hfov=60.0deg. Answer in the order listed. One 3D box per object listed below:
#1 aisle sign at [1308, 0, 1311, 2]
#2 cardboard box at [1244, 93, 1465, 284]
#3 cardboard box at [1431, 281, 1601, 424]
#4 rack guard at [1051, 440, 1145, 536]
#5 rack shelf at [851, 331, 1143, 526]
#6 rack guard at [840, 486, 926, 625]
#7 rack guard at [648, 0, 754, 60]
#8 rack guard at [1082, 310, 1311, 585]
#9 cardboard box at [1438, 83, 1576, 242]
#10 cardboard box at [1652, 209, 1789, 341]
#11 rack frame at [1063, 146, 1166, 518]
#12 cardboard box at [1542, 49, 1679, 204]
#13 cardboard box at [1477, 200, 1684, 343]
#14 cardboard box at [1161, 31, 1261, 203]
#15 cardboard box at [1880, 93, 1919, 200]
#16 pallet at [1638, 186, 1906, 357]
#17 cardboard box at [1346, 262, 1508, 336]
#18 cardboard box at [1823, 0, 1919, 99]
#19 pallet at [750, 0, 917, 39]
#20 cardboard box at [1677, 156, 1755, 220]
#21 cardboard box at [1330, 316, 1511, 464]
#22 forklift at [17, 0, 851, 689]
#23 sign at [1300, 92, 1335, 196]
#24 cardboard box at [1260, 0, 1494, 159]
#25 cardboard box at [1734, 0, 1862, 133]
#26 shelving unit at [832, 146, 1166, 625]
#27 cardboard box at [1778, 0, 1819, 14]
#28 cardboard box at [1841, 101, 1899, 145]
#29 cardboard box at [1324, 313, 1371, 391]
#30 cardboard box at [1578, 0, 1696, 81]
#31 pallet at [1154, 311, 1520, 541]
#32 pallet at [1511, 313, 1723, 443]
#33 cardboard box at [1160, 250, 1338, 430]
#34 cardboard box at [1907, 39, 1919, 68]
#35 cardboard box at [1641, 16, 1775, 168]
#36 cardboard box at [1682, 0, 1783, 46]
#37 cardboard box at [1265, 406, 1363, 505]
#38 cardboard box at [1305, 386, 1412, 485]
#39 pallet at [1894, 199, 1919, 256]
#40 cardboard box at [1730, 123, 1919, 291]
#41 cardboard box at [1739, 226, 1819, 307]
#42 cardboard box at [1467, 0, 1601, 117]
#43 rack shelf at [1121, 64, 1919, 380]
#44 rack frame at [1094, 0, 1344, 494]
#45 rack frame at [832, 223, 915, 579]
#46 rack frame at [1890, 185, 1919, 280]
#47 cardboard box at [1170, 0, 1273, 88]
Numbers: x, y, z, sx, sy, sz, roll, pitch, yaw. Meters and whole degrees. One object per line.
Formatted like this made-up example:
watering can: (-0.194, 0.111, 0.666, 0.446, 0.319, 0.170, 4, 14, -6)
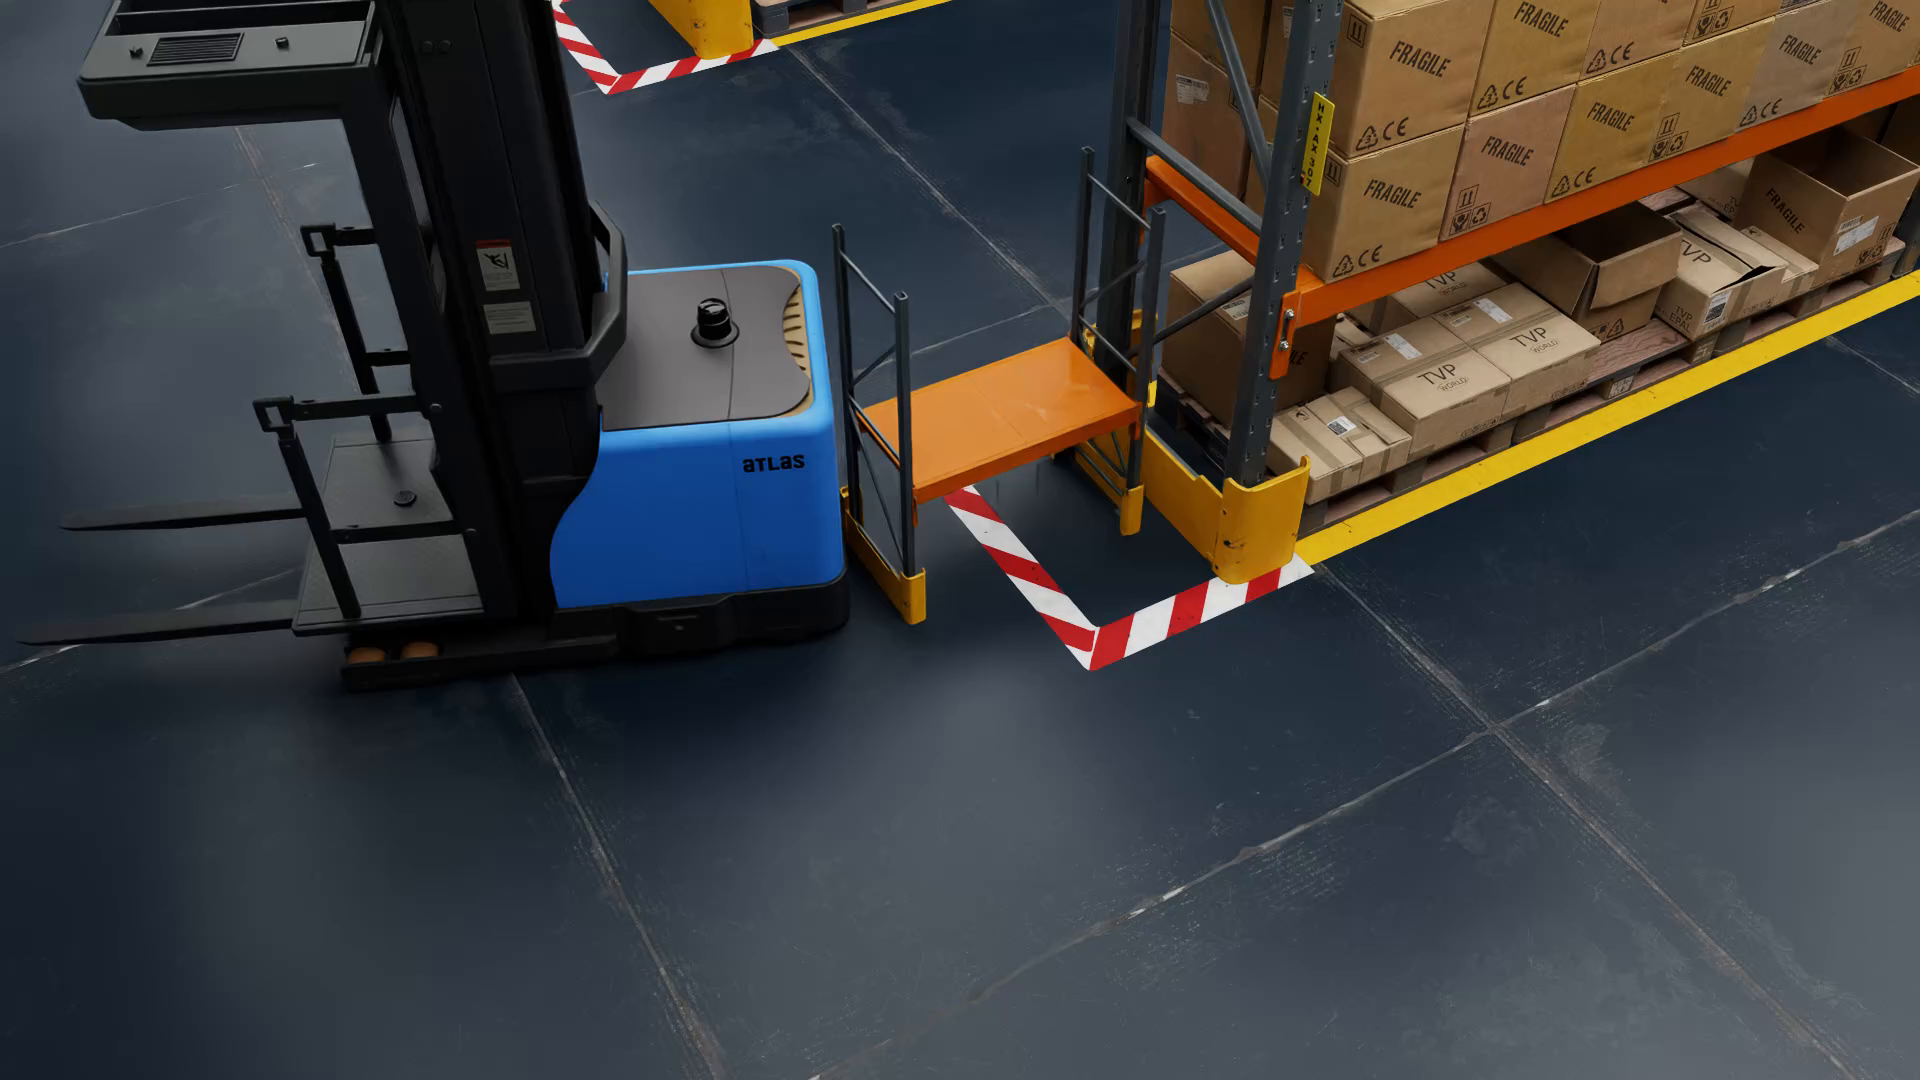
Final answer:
aisle sign: (0.944, -2.001, 4.791, 0.004, 0.787, 0.394, -22, 48, -21)
cardboard box: (1.373, -1.300, 5.864, 0.500, 0.500, 0.500, -21, 48, -20)
cardboard box: (2.337, -0.805, 7.084, 0.500, 0.250, 0.500, -22, 48, -21)
rack guard: (0.563, -0.291, 6.871, 0.087, 0.250, 0.587, -22, 48, -21)
rack shelf: (0.137, -0.443, 6.387, 1.000, 0.185, 0.538, -22, 48, -21)
rack guard: (-0.303, 0.051, 6.518, 0.087, 0.250, 0.587, -22, 48, -21)
rack guard: (-1.622, -3.348, 9.841, 0.348, 0.500, 1.175, -22, 48, -21)
rack guard: (0.923, -0.398, 6.802, 0.348, 0.500, 1.175, -22, 48, -21)
cardboard box: (1.818, -1.482, 6.051, 0.500, 0.500, 0.500, -22, 48, -21)
cardboard box: (3.322, -1.221, 7.469, 0.500, 0.311, 0.500, -22, 48, -21)
rack frame: (0.579, -0.747, 6.442, 0.032, 1.500, 0.500, -22, 48, -21)
cardboard box: (2.254, -1.654, 6.229, 0.500, 0.500, 0.500, -22, 48, -21)
cardboard box: (2.699, -1.264, 7.375, 0.637, 0.503, 0.797, -22, 48, -21)
cardboard box: (1.110, -1.625, 6.199, 0.500, 0.500, 0.500, -20, 48, -20)
cardboard box: (4.866, -1.938, 8.073, 0.500, 0.500, 0.500, -24, 49, -23)
pallet: (3.729, -1.418, 8.060, 1.213, 0.211, 1.003, -22, 48, -21)
cardboard box: (2.044, -1.089, 7.377, 0.500, 0.250, 0.500, -22, 48, -21)
cardboard box: (3.573, -2.185, 6.776, 0.500, 0.500, 0.500, -21, 48, -20)
pallet: (-0.873, -3.524, 10.229, 1.213, 0.211, 1.003, -22, 48, -21)
cardboard box: (3.854, -1.835, 8.102, 0.500, 0.311, 0.500, -22, 48, -21)
cardboard box: (1.903, -0.631, 6.905, 0.500, 0.250, 0.500, -22, 48, -21)
forklift: (-1.977, -0.891, 5.563, 3.031, 2.935, 1.130, -5, 44, -5)
sign: (1.127, -1.252, 5.265, 0.005, 0.325, 0.100, -22, 48, -21)
cardboard box: (1.373, -1.659, 5.515, 0.500, 0.500, 0.500, -20, 48, -20)
cardboard box: (3.129, -2.005, 6.590, 0.500, 0.500, 0.500, -21, 48, -20)
shelving unit: (0.130, -0.569, 6.259, 1.083, 1.500, 0.587, -22, 48, -21)
cardboard box: (3.136, -2.366, 6.244, 0.500, 0.500, 0.500, -21, 48, -21)
cardboard box: (4.610, -2.262, 8.406, 0.500, 0.500, 0.500, -22, 48, -21)
cardboard box: (1.602, -0.834, 7.174, 0.250, 0.166, 0.380, -22, 48, -21)
cardboard box: (2.259, -2.015, 5.883, 0.500, 0.500, 0.500, -21, 48, -20)
pallet: (1.614, -0.572, 7.188, 1.213, 0.211, 1.003, -22, 48, -21)
pallet: (2.670, -0.992, 7.621, 1.213, 0.211, 1.003, -22, 48, -21)
cardboard box: (1.206, -0.867, 6.969, 0.500, 0.500, 0.500, -22, 48, -21)
cardboard box: (4.020, -2.364, 6.961, 0.500, 0.500, 0.500, -21, 48, -20)
cardboard box: (2.689, -1.827, 6.407, 0.500, 0.500, 0.500, -21, 48, -20)
cardboard box: (2.699, -2.192, 6.065, 0.500, 0.500, 0.500, -22, 48, -21)
cardboard box: (1.391, -0.342, 6.679, 0.250, 0.149, 0.380, -22, 48, -21)
cardboard box: (1.608, -0.435, 6.763, 0.250, 0.166, 0.380, -22, 48, -21)
pallet: (5.012, -1.961, 8.619, 1.213, 0.211, 1.003, -22, 48, -21)
cardboard box: (3.973, -1.549, 7.671, 0.500, 0.500, 0.500, -22, 48, -21)
cardboard box: (3.677, -1.256, 7.622, 0.250, 0.149, 0.380, -22, 48, -21)
cardboard box: (1.823, -1.844, 5.707, 0.500, 0.500, 0.500, -21, 48, -21)
rack shelf: (2.591, -1.705, 6.869, 4.000, 0.370, 1.077, -22, 48, -21)
rack frame: (0.857, -1.269, 5.904, 0.127, 3.000, 1.000, -22, 48, -21)
rack frame: (-0.304, -0.397, 6.082, 0.032, 1.500, 0.500, -22, 48, -21)
rack frame: (4.325, -2.657, 7.334, 0.127, 3.000, 1.000, -22, 48, -21)
cardboard box: (1.106, -1.984, 5.851, 0.500, 0.500, 0.500, -22, 48, -21)
